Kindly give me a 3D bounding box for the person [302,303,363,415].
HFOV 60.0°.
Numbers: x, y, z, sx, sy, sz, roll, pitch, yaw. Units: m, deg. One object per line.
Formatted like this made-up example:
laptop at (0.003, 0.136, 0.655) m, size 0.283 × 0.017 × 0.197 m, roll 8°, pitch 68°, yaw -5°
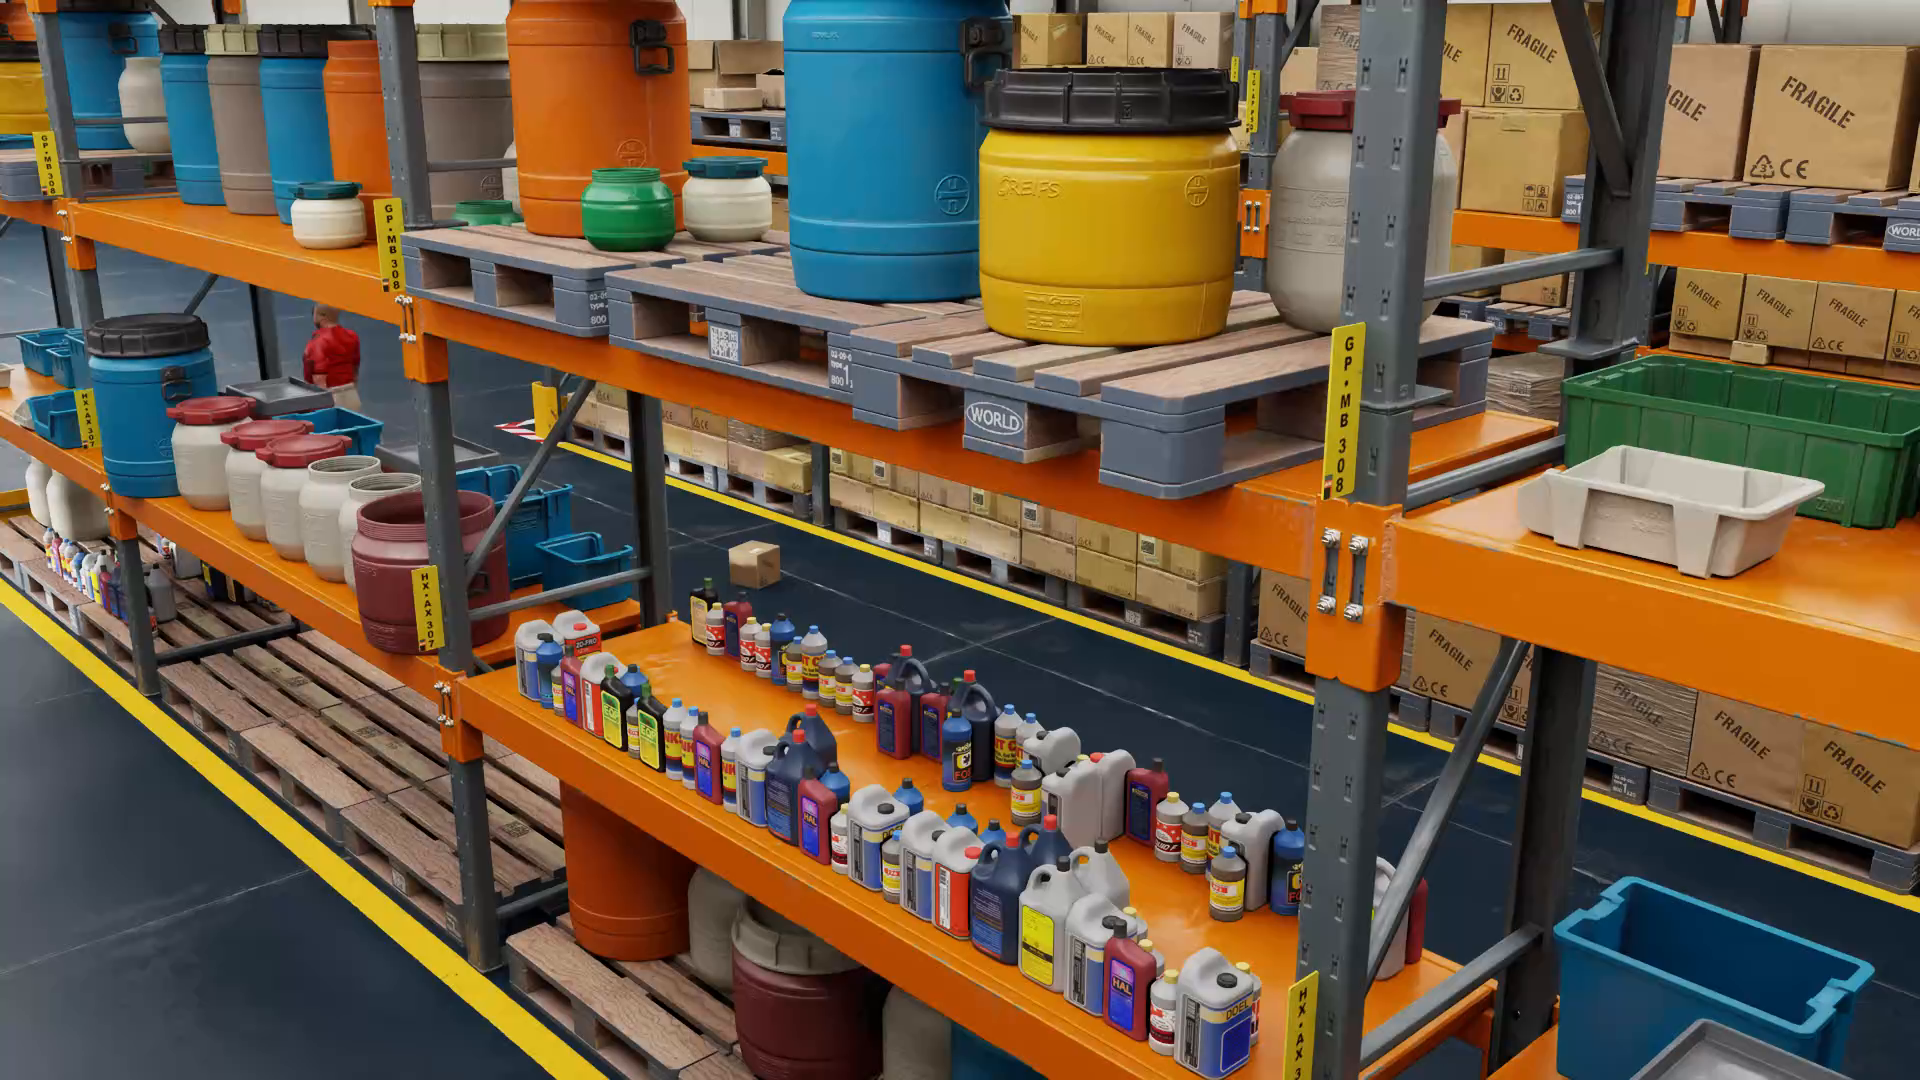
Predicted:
person at (-4.879, -1.055, 12.988) m, size 0.997 × 1.680 × 0.530 m, roll 10°, pitch 20°, yaw 30°
